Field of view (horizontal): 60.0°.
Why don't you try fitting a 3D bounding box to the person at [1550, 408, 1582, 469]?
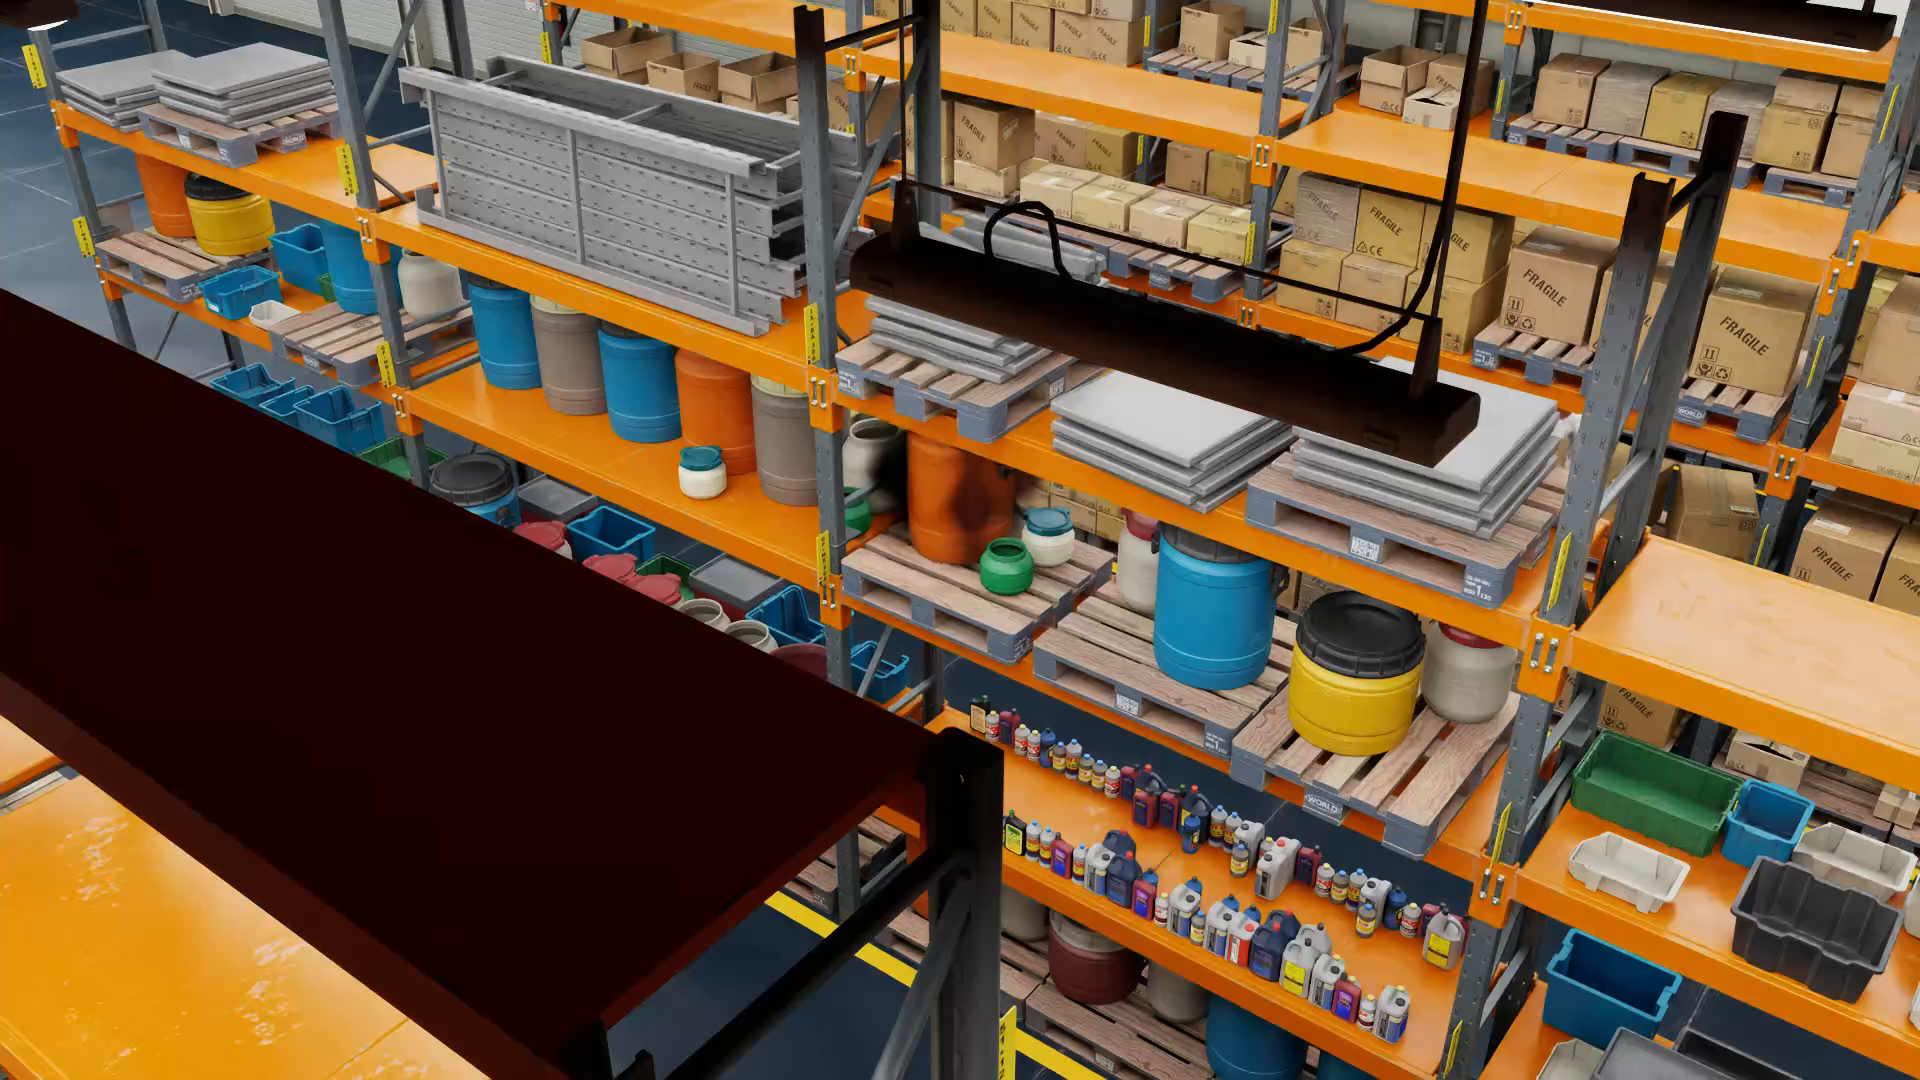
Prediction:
[{"bbox_3d":[5.130,-0.611,14.602,0.645,1.761,0.601,0,31,0],"label":"person"}]
